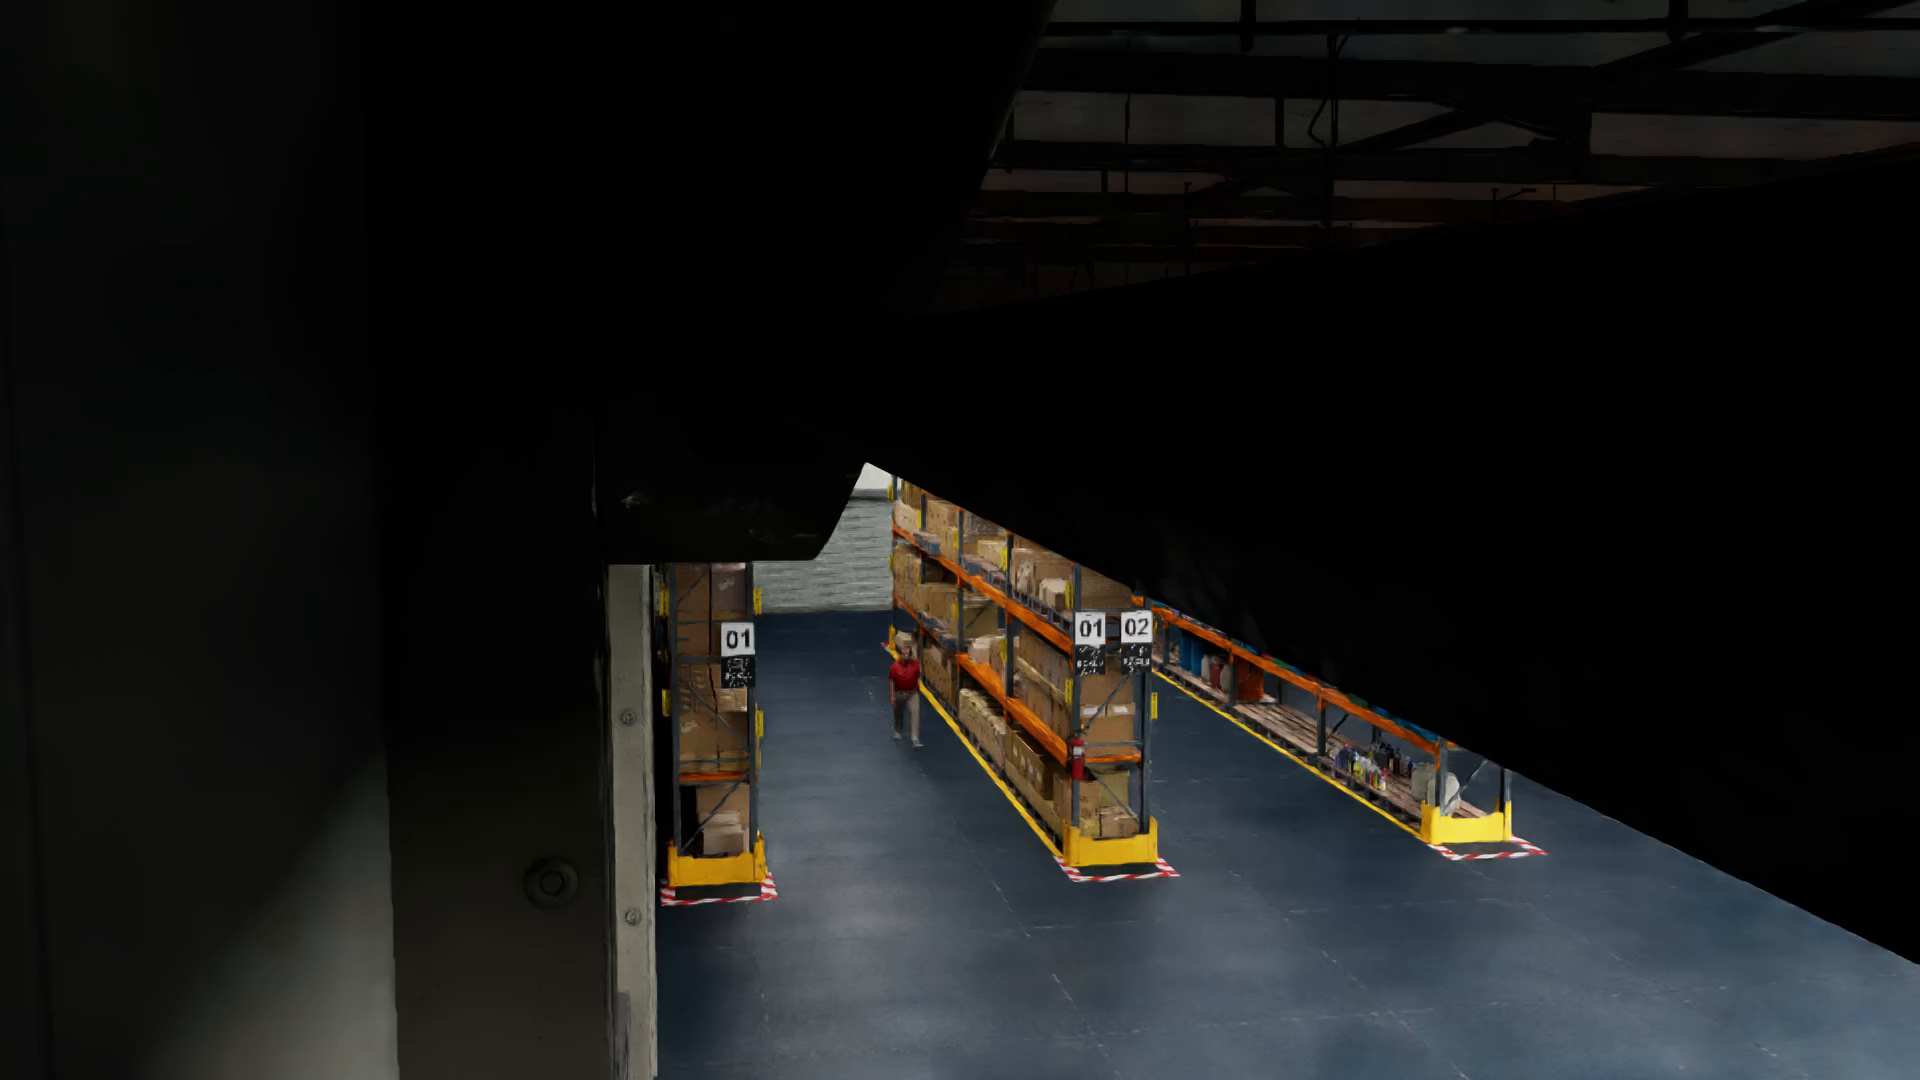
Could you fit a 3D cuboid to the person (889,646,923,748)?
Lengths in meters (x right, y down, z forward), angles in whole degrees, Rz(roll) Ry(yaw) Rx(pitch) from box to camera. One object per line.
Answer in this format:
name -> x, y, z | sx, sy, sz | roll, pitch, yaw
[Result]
person -> -0.900, 2.549, 27.333 | 0.540, 1.650, 1.134 | -1, 6, -8
